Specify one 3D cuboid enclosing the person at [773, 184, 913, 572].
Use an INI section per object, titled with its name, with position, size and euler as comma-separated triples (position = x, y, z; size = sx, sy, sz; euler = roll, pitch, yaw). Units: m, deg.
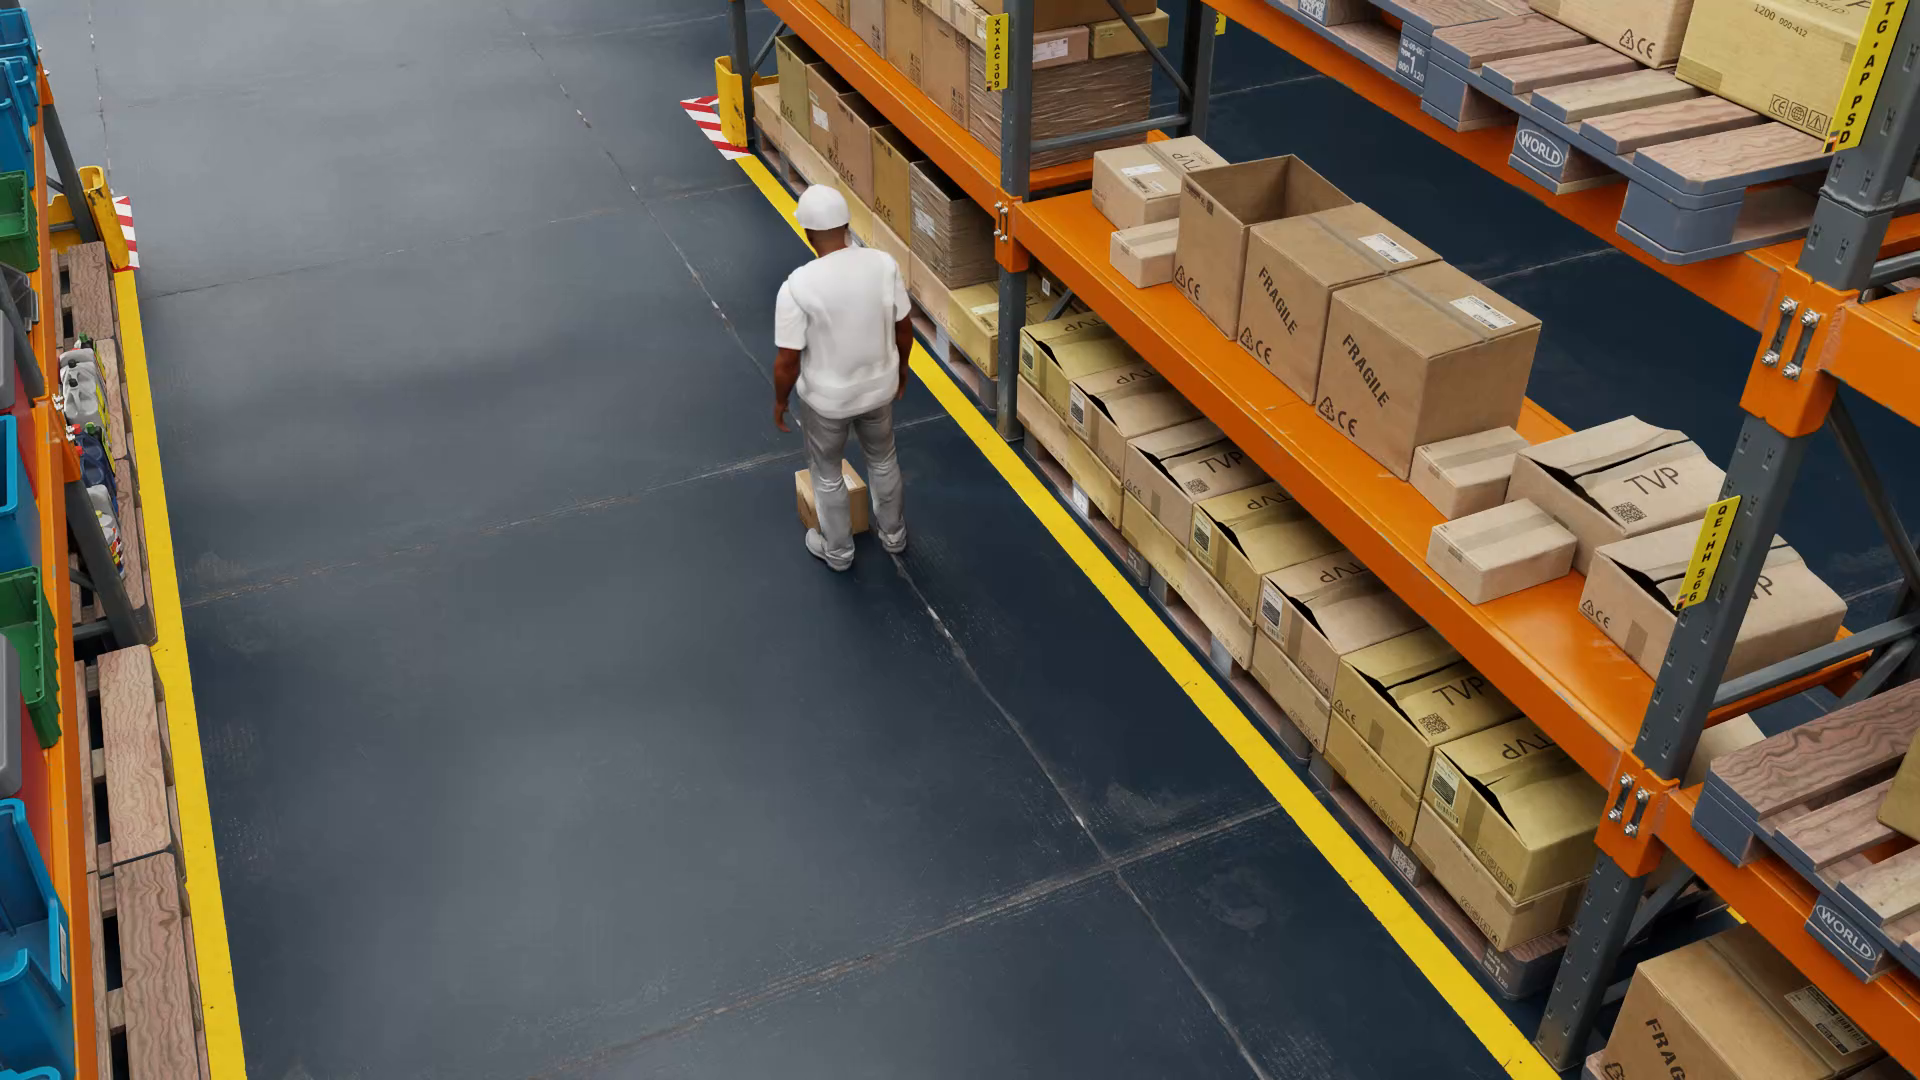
[person]
position = -0.491, -0.656, 7.004
size = 0.635, 1.760, 0.454
euler = -18, 41, -22
